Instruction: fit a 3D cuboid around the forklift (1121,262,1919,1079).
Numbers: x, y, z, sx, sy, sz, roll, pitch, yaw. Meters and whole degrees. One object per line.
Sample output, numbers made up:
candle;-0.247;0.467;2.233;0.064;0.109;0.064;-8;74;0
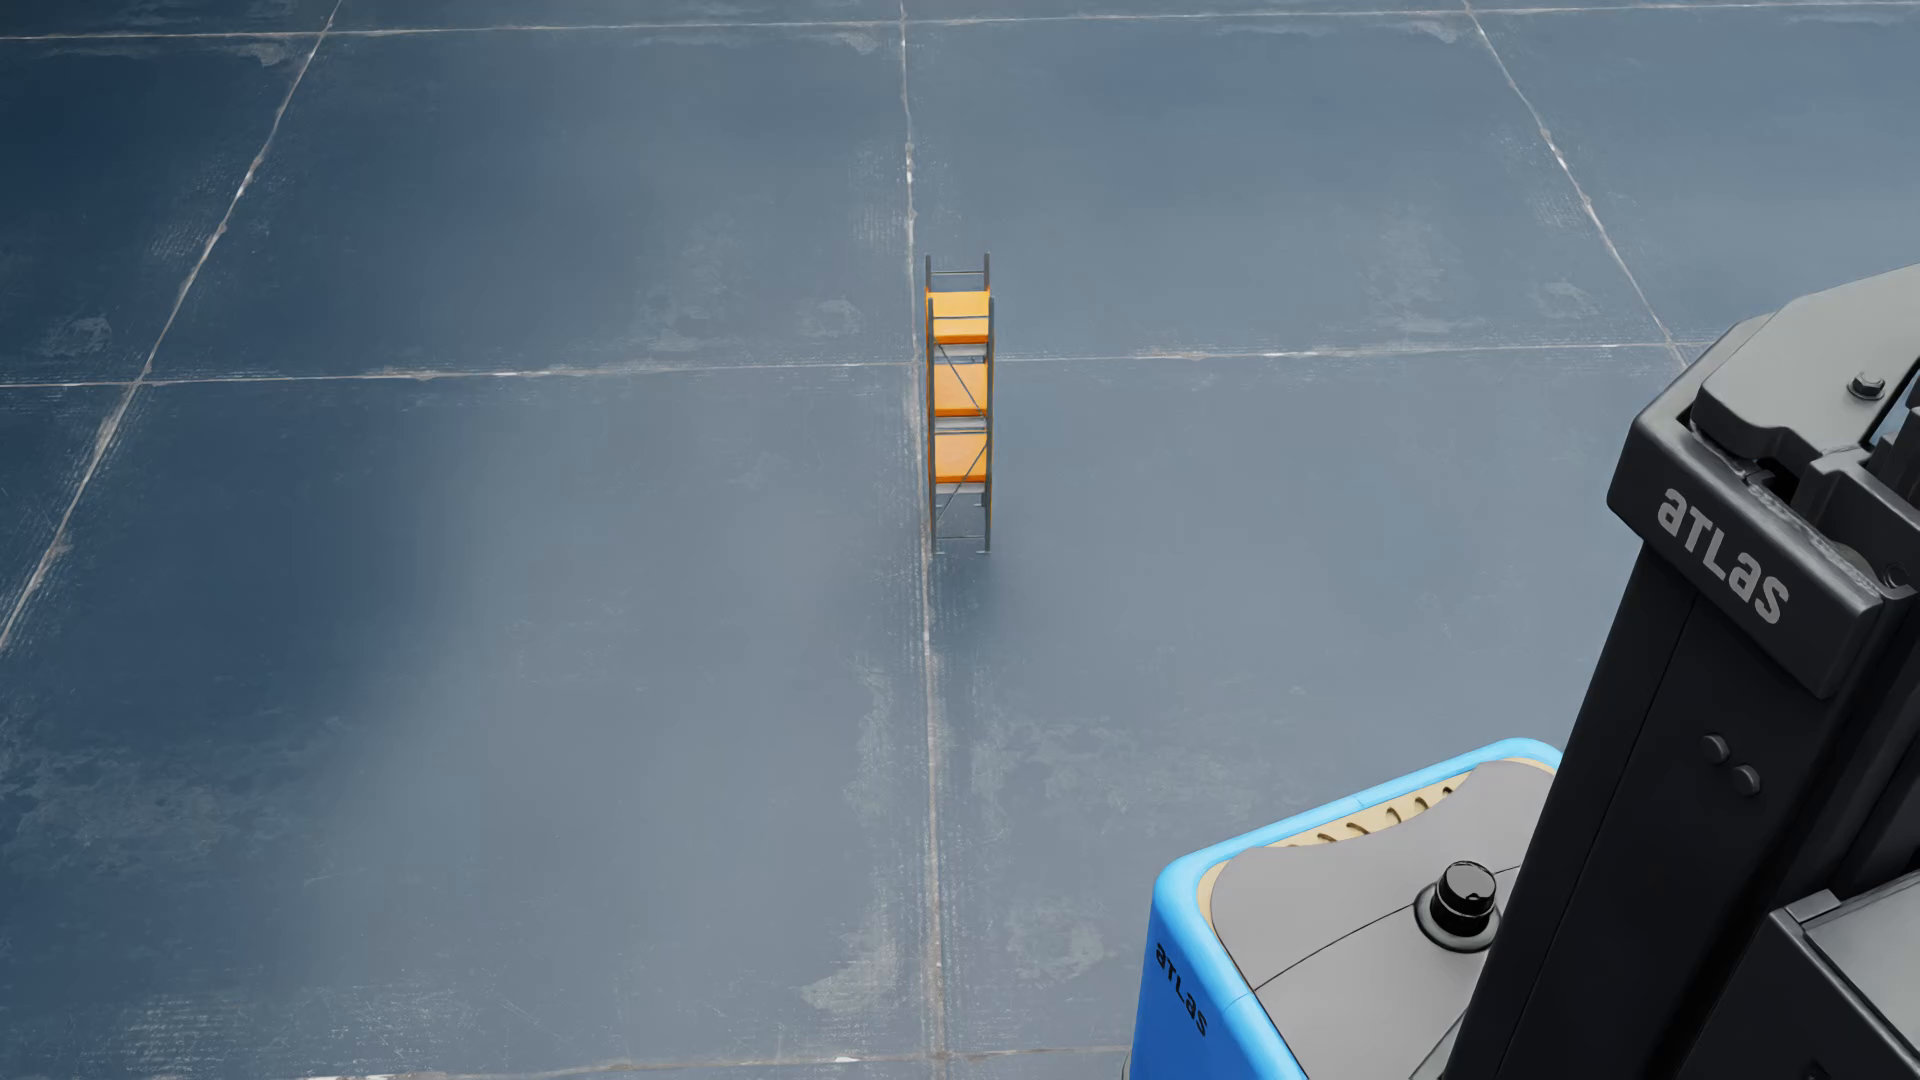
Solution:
forklift;1.425;1.176;2.298;1.130;2.935;3.031;-16;45;-17

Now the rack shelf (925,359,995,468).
rack shelf;-0.002;-0.415;5.442;0.215;0.259;0.240;-2;43;-2

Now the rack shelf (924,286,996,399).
rack shelf;-0.002;-0.625;5.250;0.215;0.259;0.240;-2;43;-2

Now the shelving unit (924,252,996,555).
shelving unit;-0.002;-0.423;5.435;0.215;1.050;0.252;-2;43;-2

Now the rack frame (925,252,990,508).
rack frame;-0.007;-0.506;5.525;0.200;1.050;0.008;-2;43;-2

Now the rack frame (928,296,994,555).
rack frame;0.003;-0.341;5.345;0.200;1.050;0.008;-2;43;-2

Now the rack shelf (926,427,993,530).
rack shelf;-0.002;-0.210;5.630;0.215;0.259;0.240;-2;43;-2
